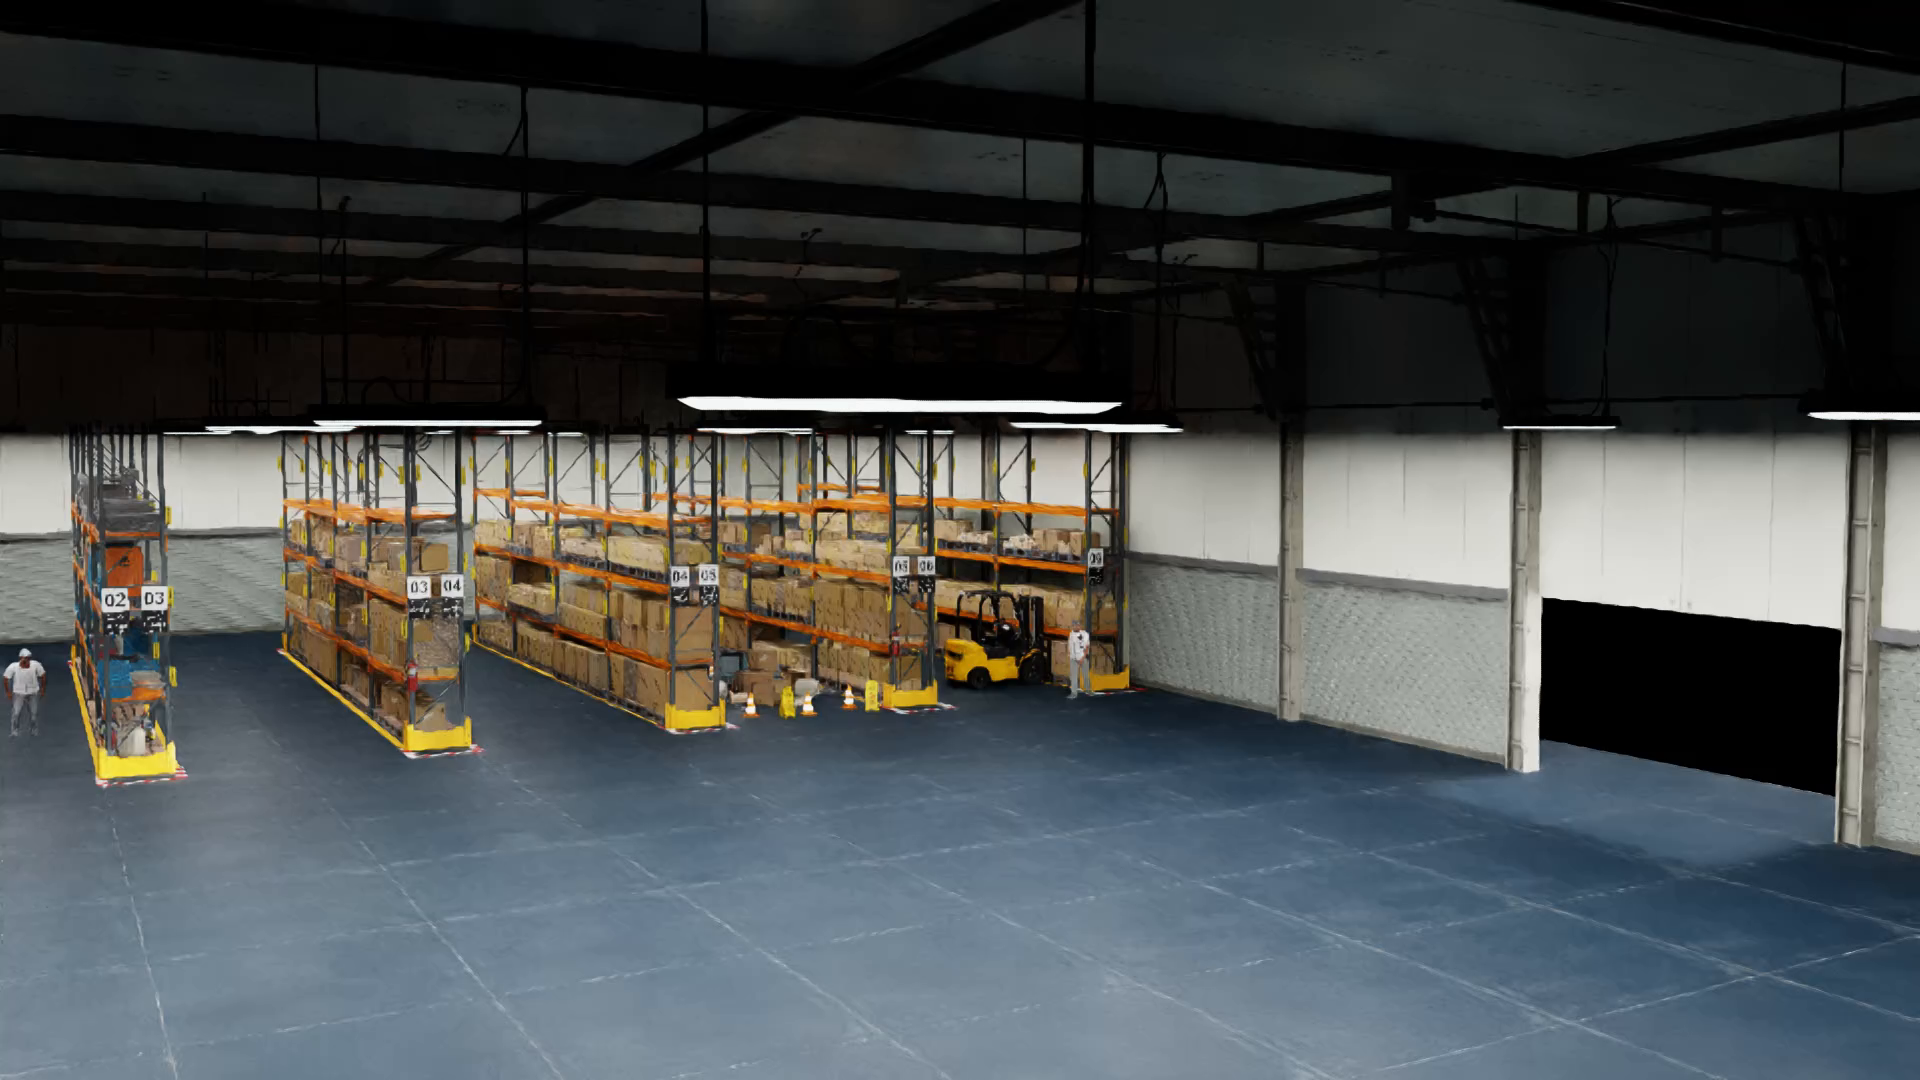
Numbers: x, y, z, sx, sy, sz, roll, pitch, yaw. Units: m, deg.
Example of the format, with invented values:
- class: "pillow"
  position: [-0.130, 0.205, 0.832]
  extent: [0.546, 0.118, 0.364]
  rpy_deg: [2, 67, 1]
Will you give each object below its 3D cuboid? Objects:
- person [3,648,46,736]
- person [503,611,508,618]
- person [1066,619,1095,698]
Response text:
- class: "person"
  position: [-17.860, 2.910, 31.768]
  extent: [0.719, 1.714, 0.578]
  rpy_deg: [-2, 4, -31]
- class: "person"
  position: [-13.032, 1.961, 48.155]
  extent: [0.467, 1.592, 0.516]
  rpy_deg: [2, 4, 31]
- class: "person"
  position: [2.622, 2.593, 36.549]
  extent: [0.558, 1.738, 0.674]
  rpy_deg: [2, 4, 30]
